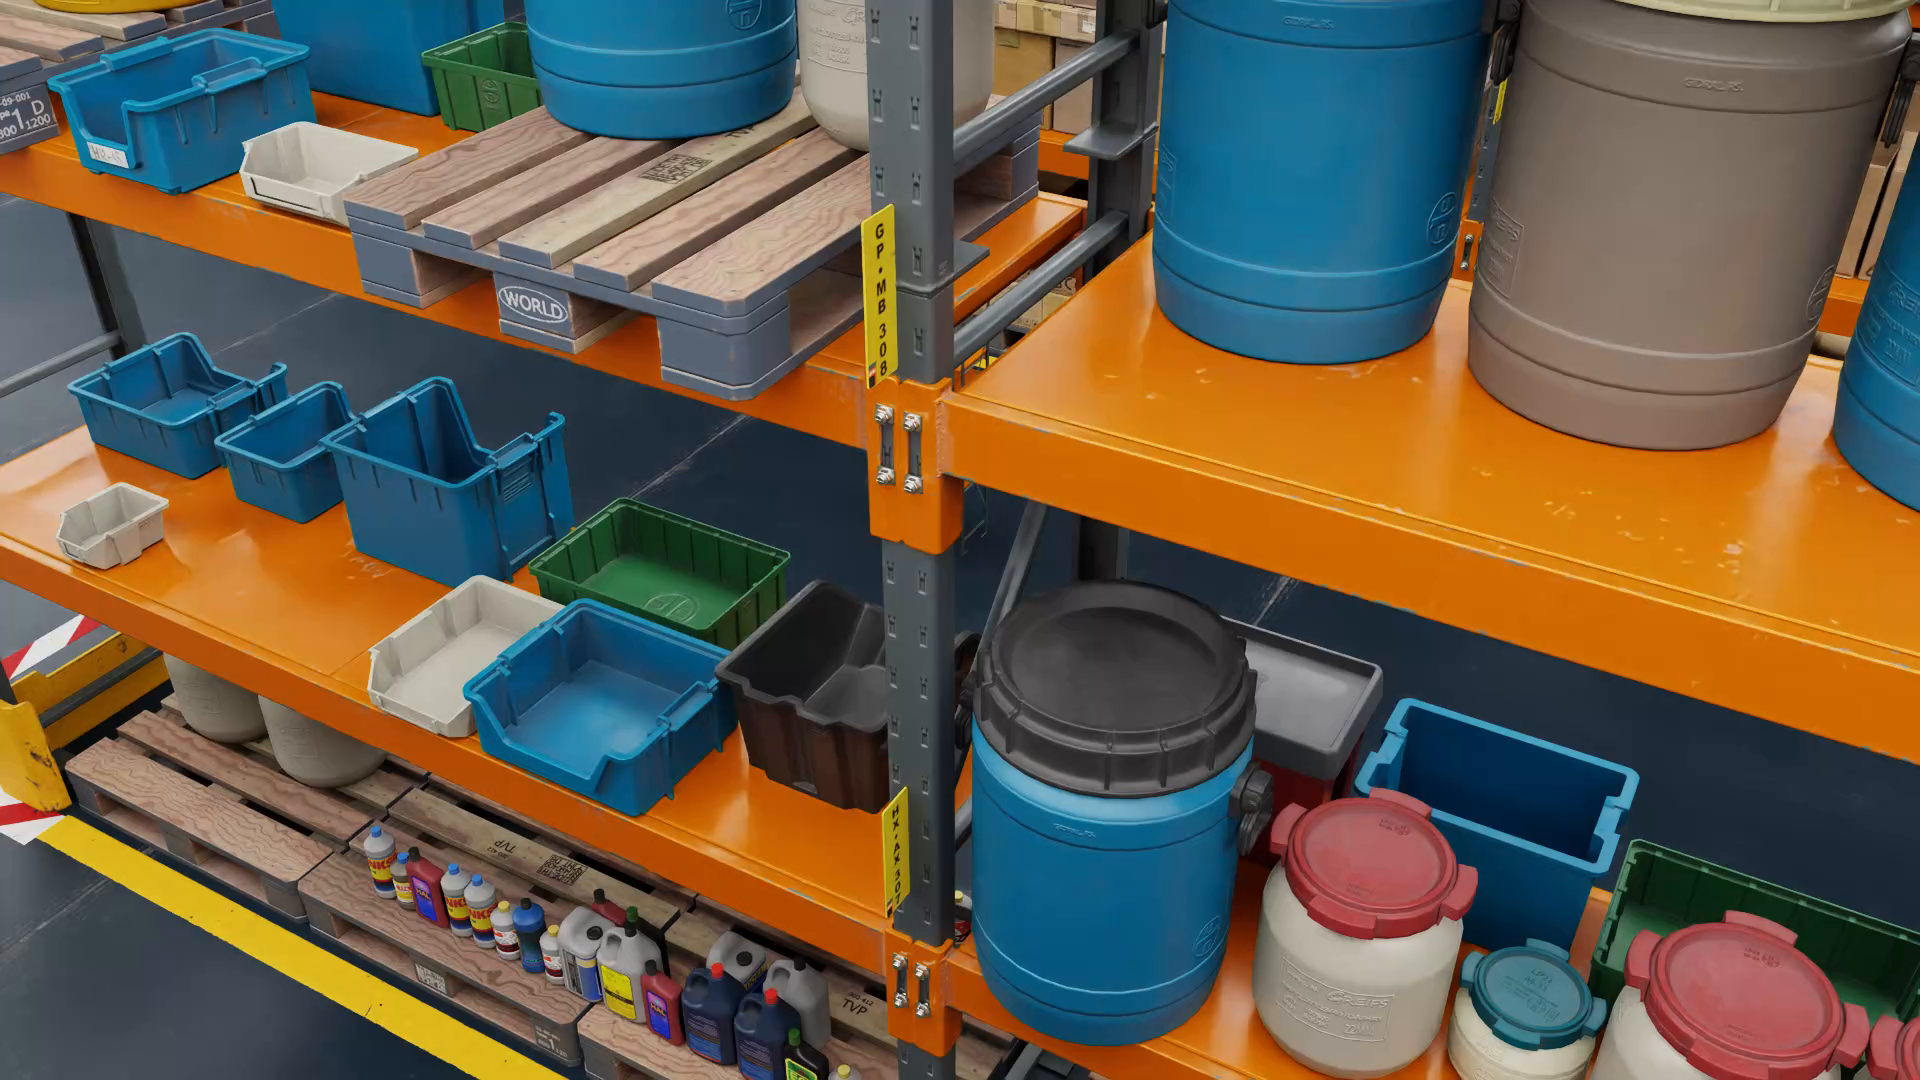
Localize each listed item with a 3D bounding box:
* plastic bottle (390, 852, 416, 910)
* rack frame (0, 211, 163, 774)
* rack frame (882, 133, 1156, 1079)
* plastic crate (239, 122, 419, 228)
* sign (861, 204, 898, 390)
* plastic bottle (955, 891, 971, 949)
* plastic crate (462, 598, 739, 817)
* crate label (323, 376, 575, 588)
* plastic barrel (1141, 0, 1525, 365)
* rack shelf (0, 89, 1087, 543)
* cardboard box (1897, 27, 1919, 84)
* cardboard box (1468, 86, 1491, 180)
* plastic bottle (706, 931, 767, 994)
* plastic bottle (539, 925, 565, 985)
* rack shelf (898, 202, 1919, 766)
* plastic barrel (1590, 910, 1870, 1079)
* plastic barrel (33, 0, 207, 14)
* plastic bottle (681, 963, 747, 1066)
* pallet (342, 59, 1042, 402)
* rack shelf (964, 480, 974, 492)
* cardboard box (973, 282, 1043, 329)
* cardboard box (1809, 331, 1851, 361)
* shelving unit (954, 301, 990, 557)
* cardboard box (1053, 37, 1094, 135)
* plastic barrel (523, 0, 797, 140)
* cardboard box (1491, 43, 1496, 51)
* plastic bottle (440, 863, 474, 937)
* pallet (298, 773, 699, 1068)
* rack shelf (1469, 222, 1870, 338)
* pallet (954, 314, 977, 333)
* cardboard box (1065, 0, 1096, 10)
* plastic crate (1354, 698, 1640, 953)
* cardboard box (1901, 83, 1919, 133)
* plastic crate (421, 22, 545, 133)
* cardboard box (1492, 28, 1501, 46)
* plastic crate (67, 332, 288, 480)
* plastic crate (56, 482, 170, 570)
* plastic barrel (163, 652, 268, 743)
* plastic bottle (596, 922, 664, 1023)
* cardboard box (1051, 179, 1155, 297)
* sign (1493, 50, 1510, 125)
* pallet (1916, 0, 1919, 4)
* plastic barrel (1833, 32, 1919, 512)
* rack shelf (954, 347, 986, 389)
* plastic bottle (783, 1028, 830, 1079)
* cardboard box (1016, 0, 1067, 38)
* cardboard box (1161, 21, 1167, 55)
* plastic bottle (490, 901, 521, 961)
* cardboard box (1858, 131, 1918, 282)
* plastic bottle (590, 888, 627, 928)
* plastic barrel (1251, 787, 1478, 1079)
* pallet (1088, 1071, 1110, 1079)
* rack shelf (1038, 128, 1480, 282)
[{"bbox_3d":[-1.824,1.117,5.495,0.097,0.201,0.097,0,34,0],"label":"plastic bottle"},{"bbox_3d":[-3.333,-0.542,5.858,0.127,3.000,1.000,18,37,24],"label":"rack frame"},{"bbox_3d":[0.140,0.558,4.206,0.127,3.000,1.000,18,37,24],"label":"rack frame"},{"bbox_3d":[-1.455,-0.828,3.818,0.396,0.136,0.243,18,37,24],"label":"plastic crate"},{"bbox_3d":[-0.143,-0.433,2.979,0.005,0.325,0.100,18,37,24],"label":"sign"},{"bbox_3d":[-0.008,1.213,5.350,0.097,0.201,0.097,0,34,0],"label":"plastic bottle"},{"bbox_3d":[-0.956,0.446,4.508,0.616,0.251,0.499,18,37,24],"label":"plastic crate"},{"bbox_3d":[-1.601,-0.181,5.283,0.616,0.435,0.502,18,37,24],"label":"crate label"},{"bbox_3d":[0.689,-0.864,3.182,0.708,0.901,0.600,18,37,24],"label":"plastic barrel"},{"bbox_3d":[-1.597,-0.941,4.400,4.000,0.370,1.077,18,37,24],"label":"rack shelf"},{"bbox_3d":[6.540,-3.209,11.045,0.500,0.250,0.500,16,37,23],"label":"cardboard box"},{"bbox_3d":[2.212,-1.985,7.935,0.500,0.500,0.700,17,37,23],"label":"cardboard box"},{"bbox_3d":[-0.677,1.339,5.093,0.135,0.276,0.152,18,37,24],"label":"plastic bottle"},{"bbox_3d":[-1.265,1.294,5.229,0.097,0.201,0.097,0,34,0],"label":"plastic bottle"},{"bbox_3d":[1.876,0.159,2.748,4.000,0.370,1.077,18,37,24],"label":"rack shelf"},{"bbox_3d":[1.498,1.072,3.311,0.433,0.535,0.433,0,34,0],"label":"plastic barrel"},{"bbox_3d":[-2.280,-1.791,4.479,0.600,0.588,0.600,0,34,0],"label":"plastic barrel"},{"bbox_3d":[-0.729,1.386,4.955,0.185,0.351,0.144,16,37,22],"label":"plastic bottle"},{"bbox_3d":[-0.535,-0.763,3.654,1.003,0.211,1.213,18,37,24],"label":"pallet"},{"bbox_3d":[-0.013,-0.267,7.581,0.180,0.103,0.258,18,37,24],"label":"rack shelf"},{"bbox_3d":[0.353,-1.427,9.289,0.500,0.250,0.500,18,37,24],"label":"cardboard box"},{"bbox_3d":[3.981,-0.836,7.896,0.500,0.311,0.500,17,37,24],"label":"cardboard box"},{"bbox_3d":[-0.013,-0.503,7.423,0.189,1.200,0.258,18,37,24],"label":"shelving unit"},{"bbox_3d":[0.872,-2.407,8.569,0.500,0.500,0.700,19,38,26],"label":"cardboard box"},{"bbox_3d":[-0.671,-1.399,3.607,0.708,0.901,0.600,18,37,24],"label":"plastic barrel"},{"bbox_3d":[2.463,-2.303,7.827,0.250,0.149,0.380,18,37,24],"label":"cardboard box"},{"bbox_3d":[-1.616,1.153,5.376,0.097,0.271,0.097,0,34,0],"label":"plastic bottle"},{"bbox_3d":[-1.486,1.179,5.789,1.213,0.211,1.003,18,37,24],"label":"pallet"},{"bbox_3d":[4.337,-0.975,7.157,4.000,0.370,1.077,18,37,24],"label":"rack shelf"},{"bbox_3d":[-0.187,-1.574,9.923,1.213,0.211,1.003,18,37,24],"label":"pallet"},{"bbox_3d":[0.905,-2.939,8.197,0.500,0.500,0.700,18,38,24],"label":"cardboard box"},{"bbox_3d":[1.252,0.718,3.979,0.575,0.384,0.392,18,37,24],"label":"plastic crate"},{"bbox_3d":[6.599,-2.880,11.227,0.500,0.500,0.700,18,38,25],"label":"cardboard box"},{"bbox_3d":[-1.095,-1.167,4.281,0.450,0.188,0.336,18,37,24],"label":"plastic crate"},{"bbox_3d":[2.212,-2.525,7.575,0.500,0.500,0.700,18,38,25],"label":"cardboard box"},{"bbox_3d":[-2.750,-0.486,5.908,0.616,0.251,0.499,18,37,24],"label":"plastic crate"},{"bbox_3d":[-2.716,-0.031,5.329,0.250,0.136,0.298,18,37,24],"label":"plastic crate"},{"bbox_3d":[-2.724,0.463,6.214,0.421,0.512,0.421,0,34,0],"label":"plastic barrel"},{"bbox_3d":[-1.010,1.297,5.088,0.185,0.351,0.144,17,37,24],"label":"plastic bottle"},{"bbox_3d":[0.784,-1.599,8.870,0.500,0.500,0.500,18,37,24],"label":"cardboard box"},{"bbox_3d":[2.327,-1.950,7.120,0.005,0.325,0.100,18,37,24],"label":"sign"},{"bbox_3d":[6.789,-3.554,10.554,1.213,0.211,1.003,18,37,24],"label":"pallet"},{"bbox_3d":[1.825,-0.504,2.642,0.708,0.901,0.600,18,37,24],"label":"plastic barrel"},{"bbox_3d":[-0.013,-0.766,7.248,0.180,0.103,0.258,18,37,24],"label":"rack shelf"},{"bbox_3d":[-0.442,1.532,4.797,0.133,0.283,0.061,20,38,27],"label":"plastic bottle"},{"bbox_3d":[0.481,-2.672,8.380,0.250,0.149,0.380,17,37,24],"label":"cardboard box"},{"bbox_3d":[1.157,-2.458,8.059,0.250,0.149,0.380,19,38,26],"label":"cardboard box"},{"bbox_3d":[-1.443,1.237,5.314,0.097,0.201,0.097,0,34,0],"label":"plastic bottle"},{"bbox_3d":[4.152,-1.365,7.003,0.500,0.500,0.500,18,38,24],"label":"cardboard box"},{"bbox_3d":[-1.096,1.227,5.254,0.133,0.283,0.061,18,37,24],"label":"plastic bottle"},{"bbox_3d":[0.861,0.870,3.614,0.433,0.535,0.433,0,34,0],"label":"plastic barrel"},{"bbox_3d":[0.841,1.916,4.682,1.213,0.211,1.003,18,37,24],"label":"pallet"},{"bbox_3d":[0.864,-2.075,8.809,4.000,0.370,1.077,18,37,24],"label":"rack shelf"}]
